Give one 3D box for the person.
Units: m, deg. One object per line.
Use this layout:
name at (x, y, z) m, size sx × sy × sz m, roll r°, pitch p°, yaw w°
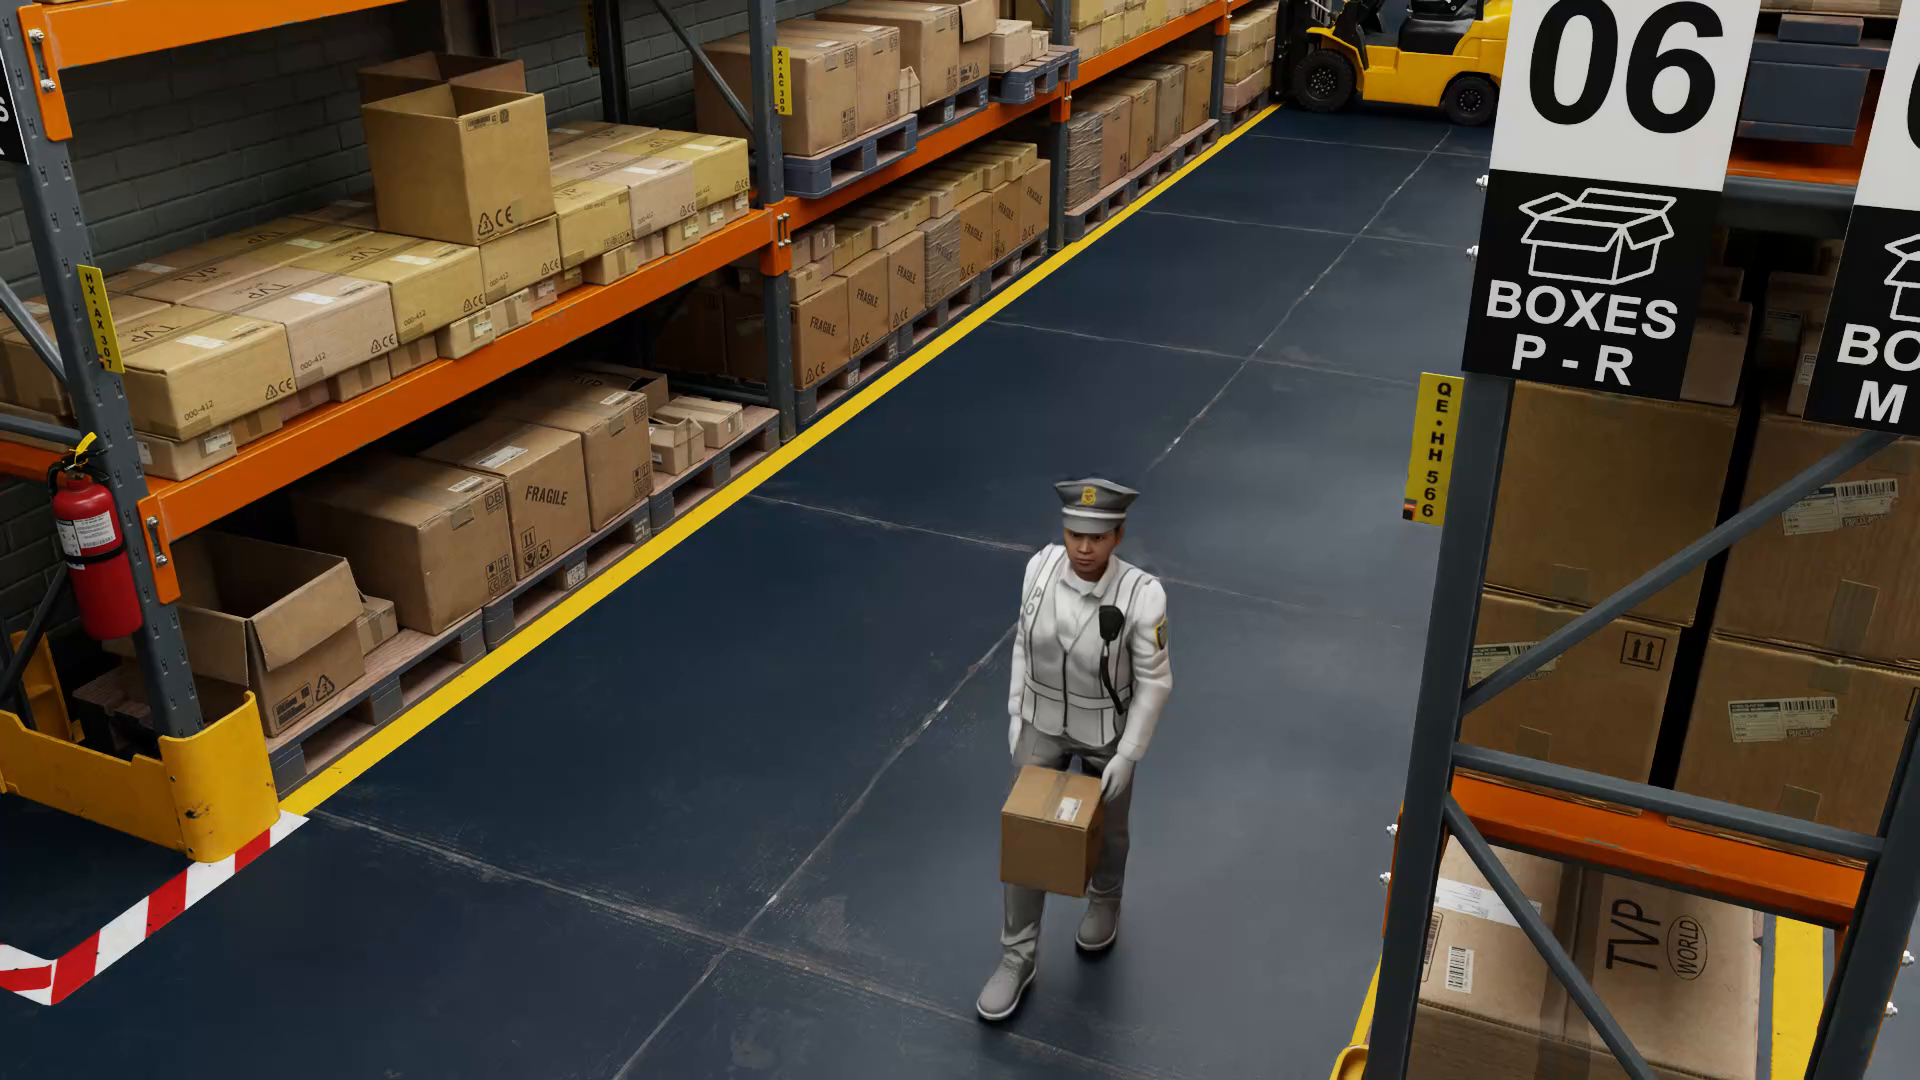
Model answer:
person at (0.318, 0.636, 4.797) m, size 0.501 × 1.645 × 0.907 m, roll 10°, pitch 28°, yaw 20°
